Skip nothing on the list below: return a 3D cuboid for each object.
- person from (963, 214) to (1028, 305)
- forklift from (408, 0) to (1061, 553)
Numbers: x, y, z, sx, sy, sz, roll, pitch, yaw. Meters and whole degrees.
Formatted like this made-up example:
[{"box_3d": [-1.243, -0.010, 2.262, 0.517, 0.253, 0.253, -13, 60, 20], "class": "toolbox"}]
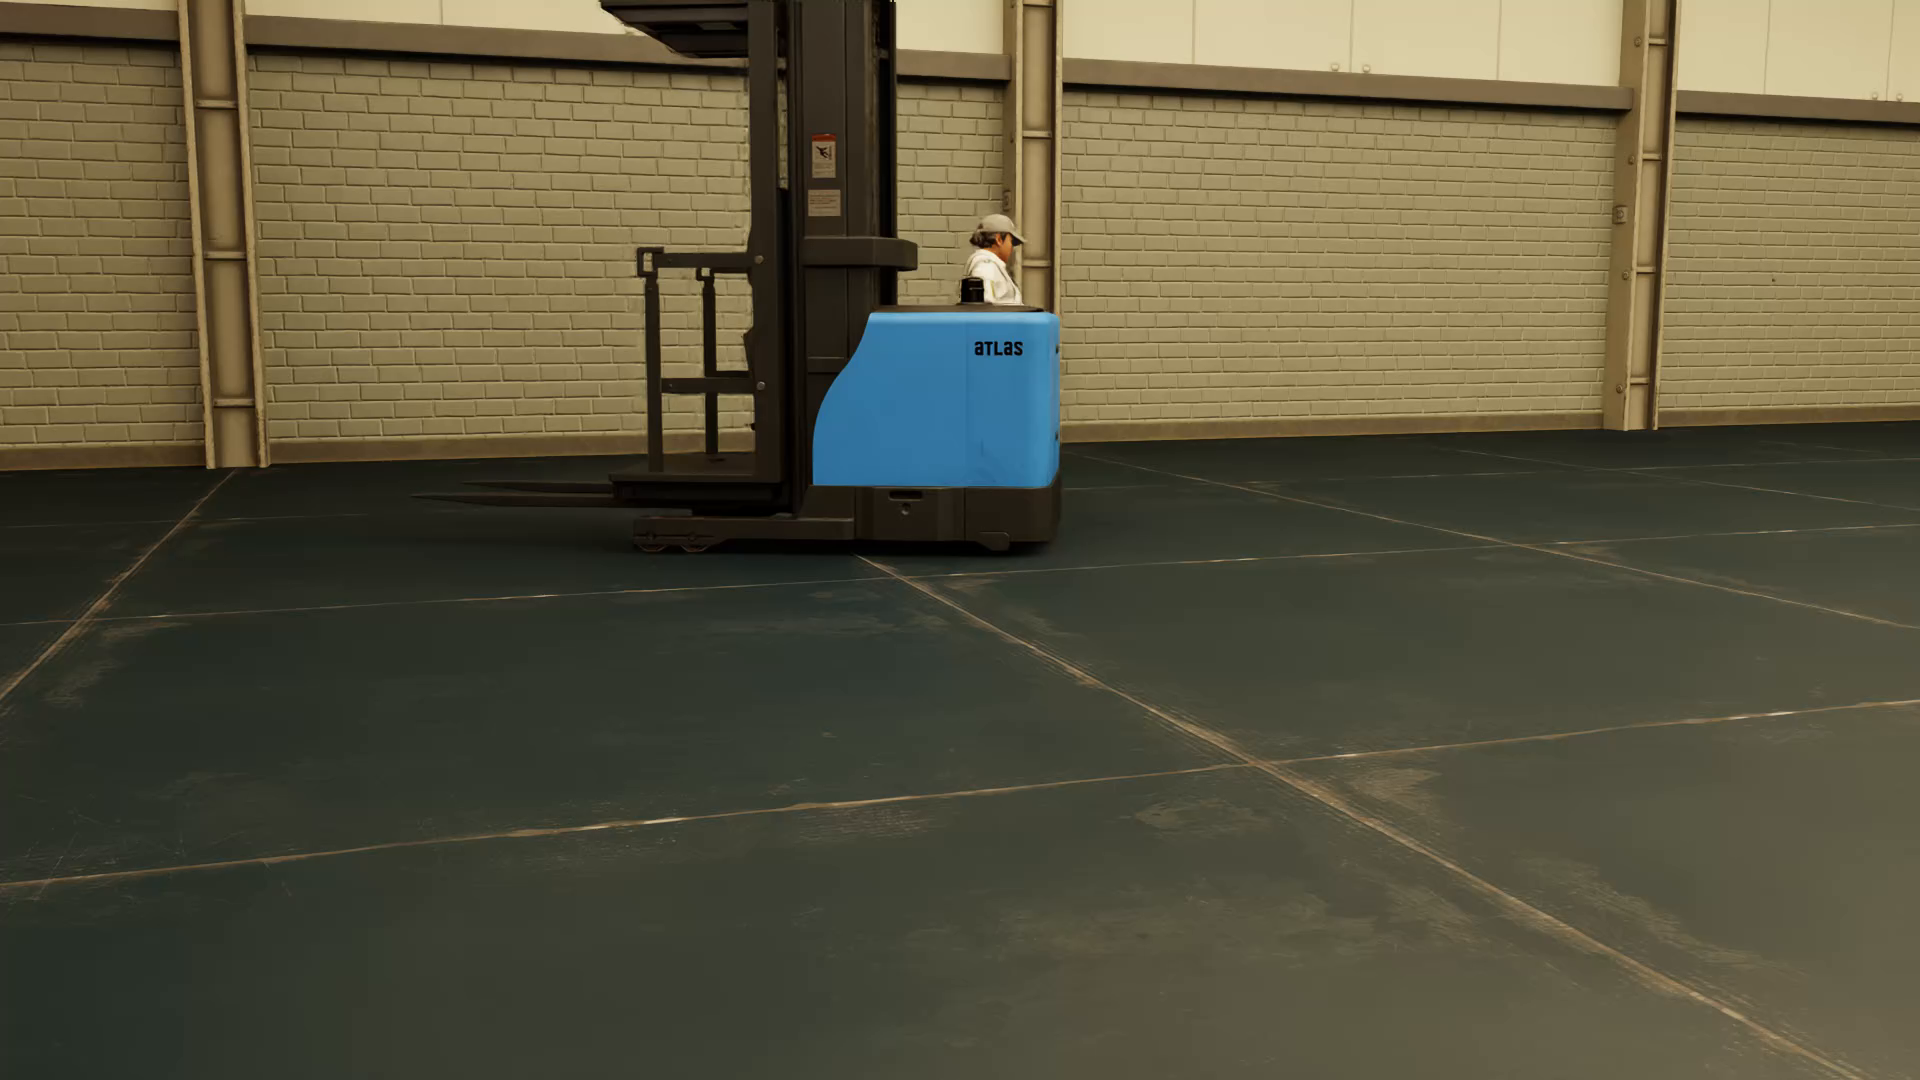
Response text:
[{"box_3d": [0.165, -0.948, 8.870, 0.485, 1.572, 0.827, 0, 8, 0], "class": "person"}, {"box_3d": [-1.052, -1.462, 7.801, 3.031, 2.935, 1.130, 1, 8, 6], "class": "forklift"}]
